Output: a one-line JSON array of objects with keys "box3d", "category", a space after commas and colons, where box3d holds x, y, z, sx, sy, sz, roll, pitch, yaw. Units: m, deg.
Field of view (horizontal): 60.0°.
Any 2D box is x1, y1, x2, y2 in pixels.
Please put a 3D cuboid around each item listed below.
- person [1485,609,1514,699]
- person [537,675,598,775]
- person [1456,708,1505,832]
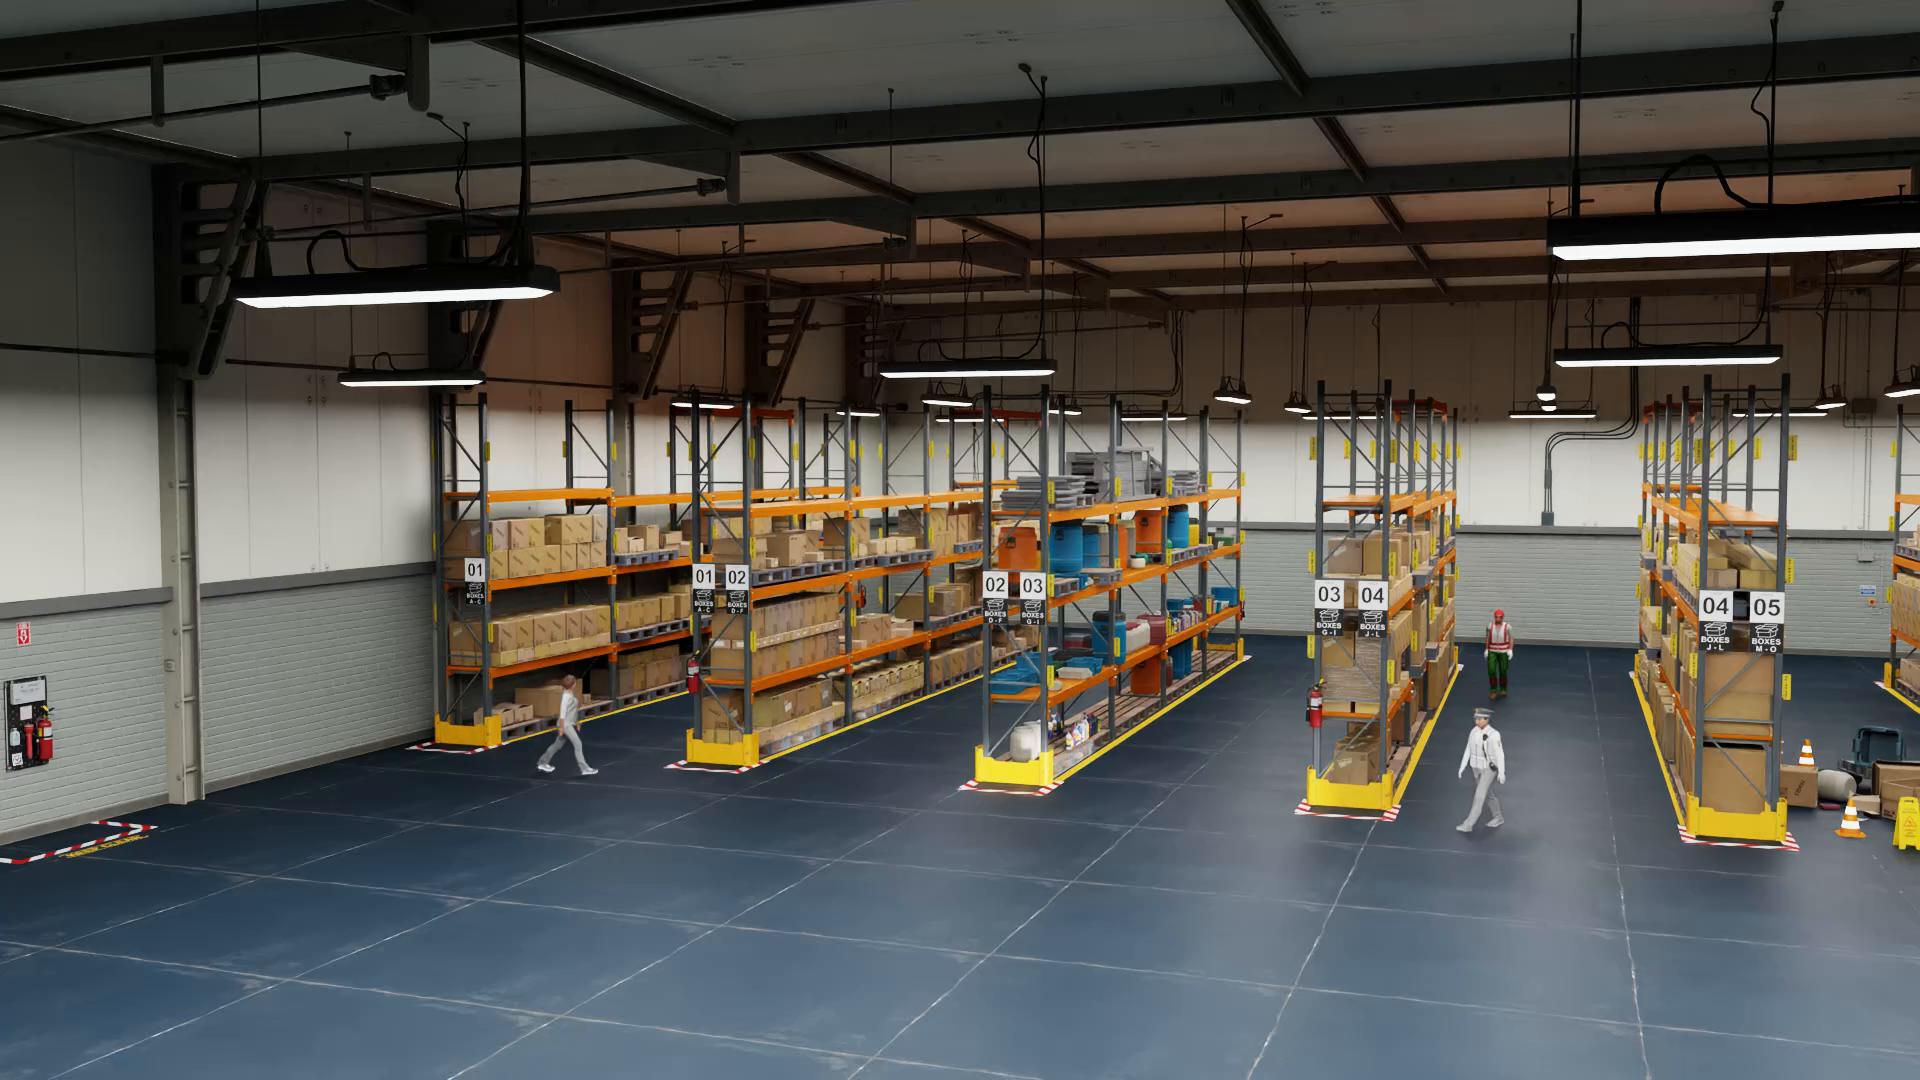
[{"box3d": [10.972, 2.327, 33.855, 0.597, 1.840, 0.535, 2, 3, 28], "category": "person"}, {"box3d": [-6.060, 2.849, 25.659, 0.991, 1.538, 0.432, 0, 3, 2], "category": "person"}, {"box3d": [6.816, 3.015, 21.855, 1.019, 1.601, 0.519, -1, 3, -26], "category": "person"}]
